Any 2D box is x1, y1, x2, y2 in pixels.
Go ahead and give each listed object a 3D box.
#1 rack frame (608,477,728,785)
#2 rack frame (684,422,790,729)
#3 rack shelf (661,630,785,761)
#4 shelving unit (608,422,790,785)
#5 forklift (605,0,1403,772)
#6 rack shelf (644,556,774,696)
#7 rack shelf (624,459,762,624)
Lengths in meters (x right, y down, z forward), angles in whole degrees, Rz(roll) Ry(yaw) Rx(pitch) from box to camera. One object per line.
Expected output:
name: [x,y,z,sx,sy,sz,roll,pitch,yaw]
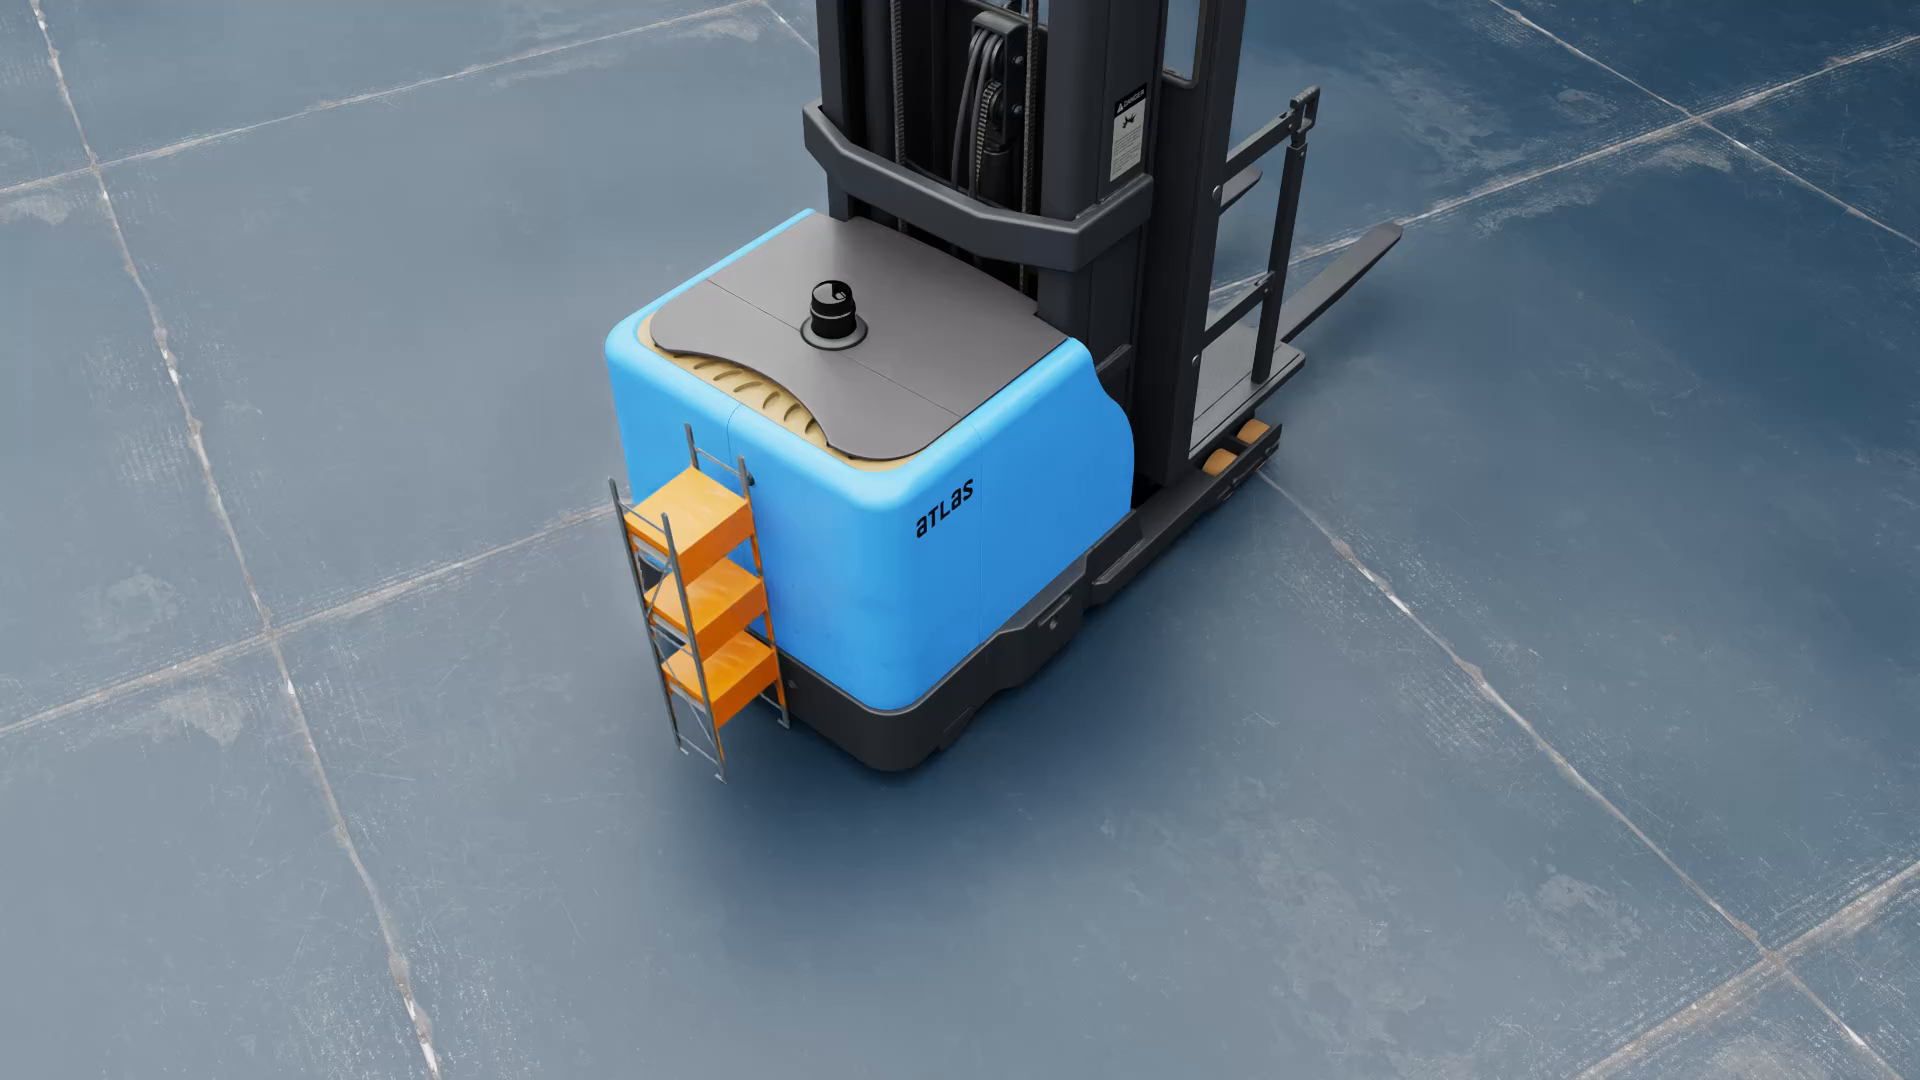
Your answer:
rack frame: [-0.731,0.261,4.227,0.200,1.050,0.008,31,55,28]
rack frame: [-0.573,0.124,4.352,0.200,1.050,0.008,31,55,28]
rack shelf: [-0.643,0.392,4.498,0.215,0.259,0.240,31,55,28]
shelving unit: [-0.652,0.192,4.290,0.215,1.050,0.252,31,55,28]
forklift: [0.401,-1.383,4.571,1.130,2.935,3.031,30,52,28]
rack shelf: [-0.651,0.200,4.297,0.215,0.259,0.240,31,55,28]
rack shelf: [-0.660,0.004,4.092,0.215,0.259,0.240,31,55,28]
